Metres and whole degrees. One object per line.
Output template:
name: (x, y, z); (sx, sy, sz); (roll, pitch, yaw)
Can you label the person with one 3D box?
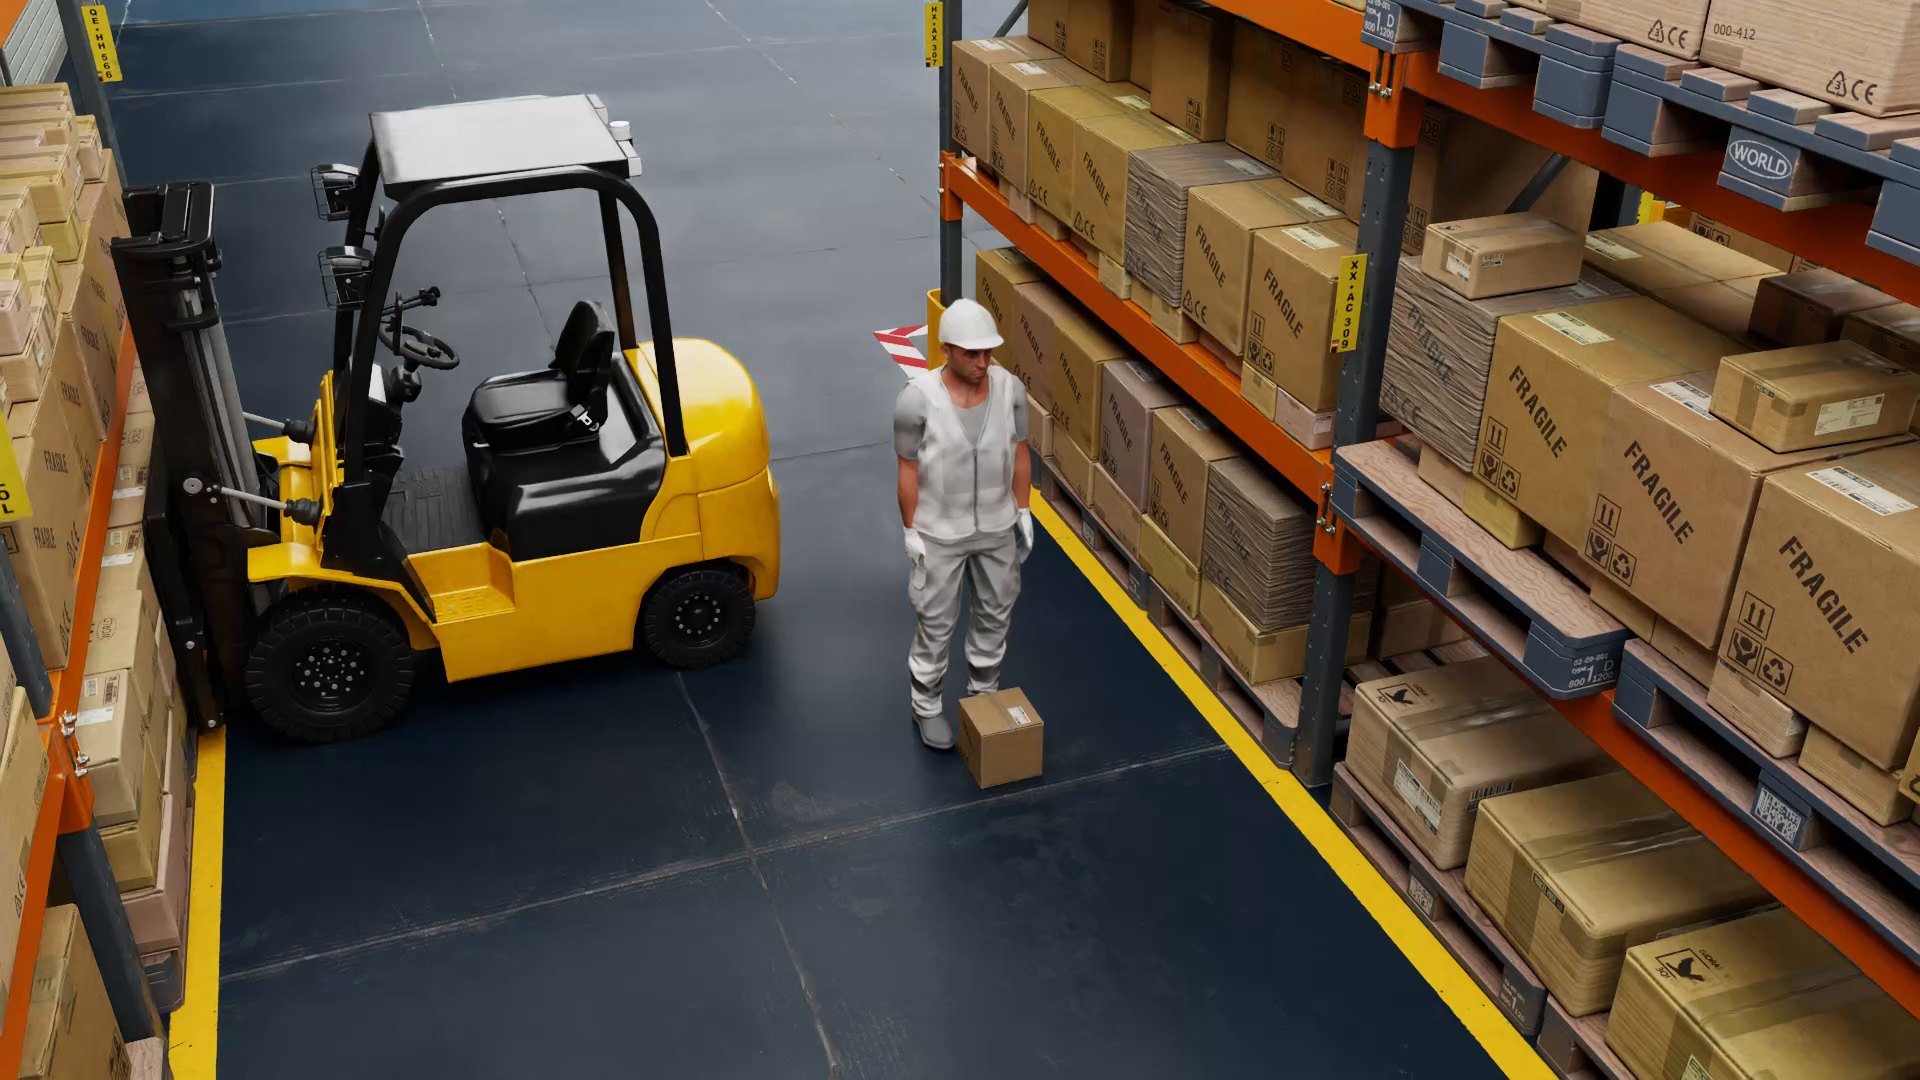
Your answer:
person: (0.025, -0.047, 6.190); (0.525, 1.783, 0.341); (-10, 31, -18)
